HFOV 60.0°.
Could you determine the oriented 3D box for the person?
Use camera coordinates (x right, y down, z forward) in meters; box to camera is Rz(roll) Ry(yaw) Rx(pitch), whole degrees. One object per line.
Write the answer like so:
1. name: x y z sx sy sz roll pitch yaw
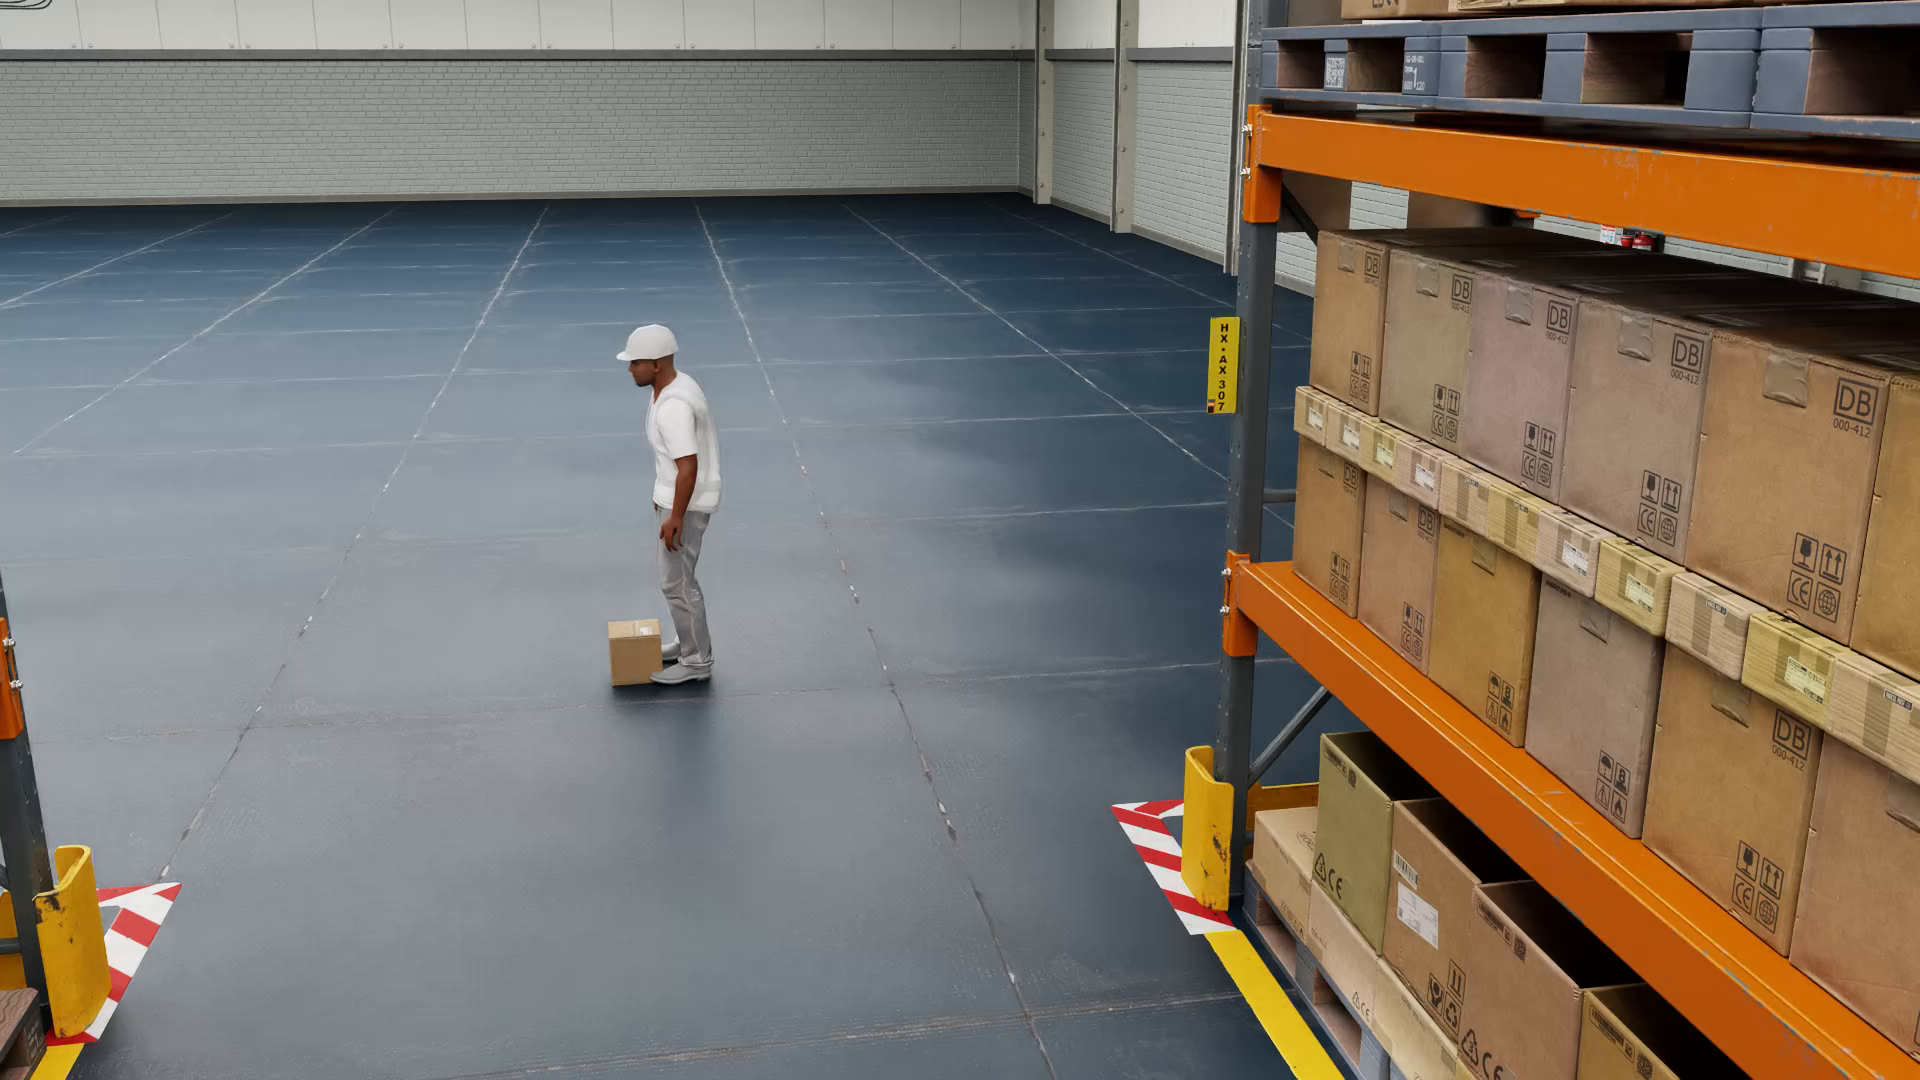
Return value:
1. person: -1.399 -0.180 8.121 0.463 1.760 0.633 -3 17 -11
